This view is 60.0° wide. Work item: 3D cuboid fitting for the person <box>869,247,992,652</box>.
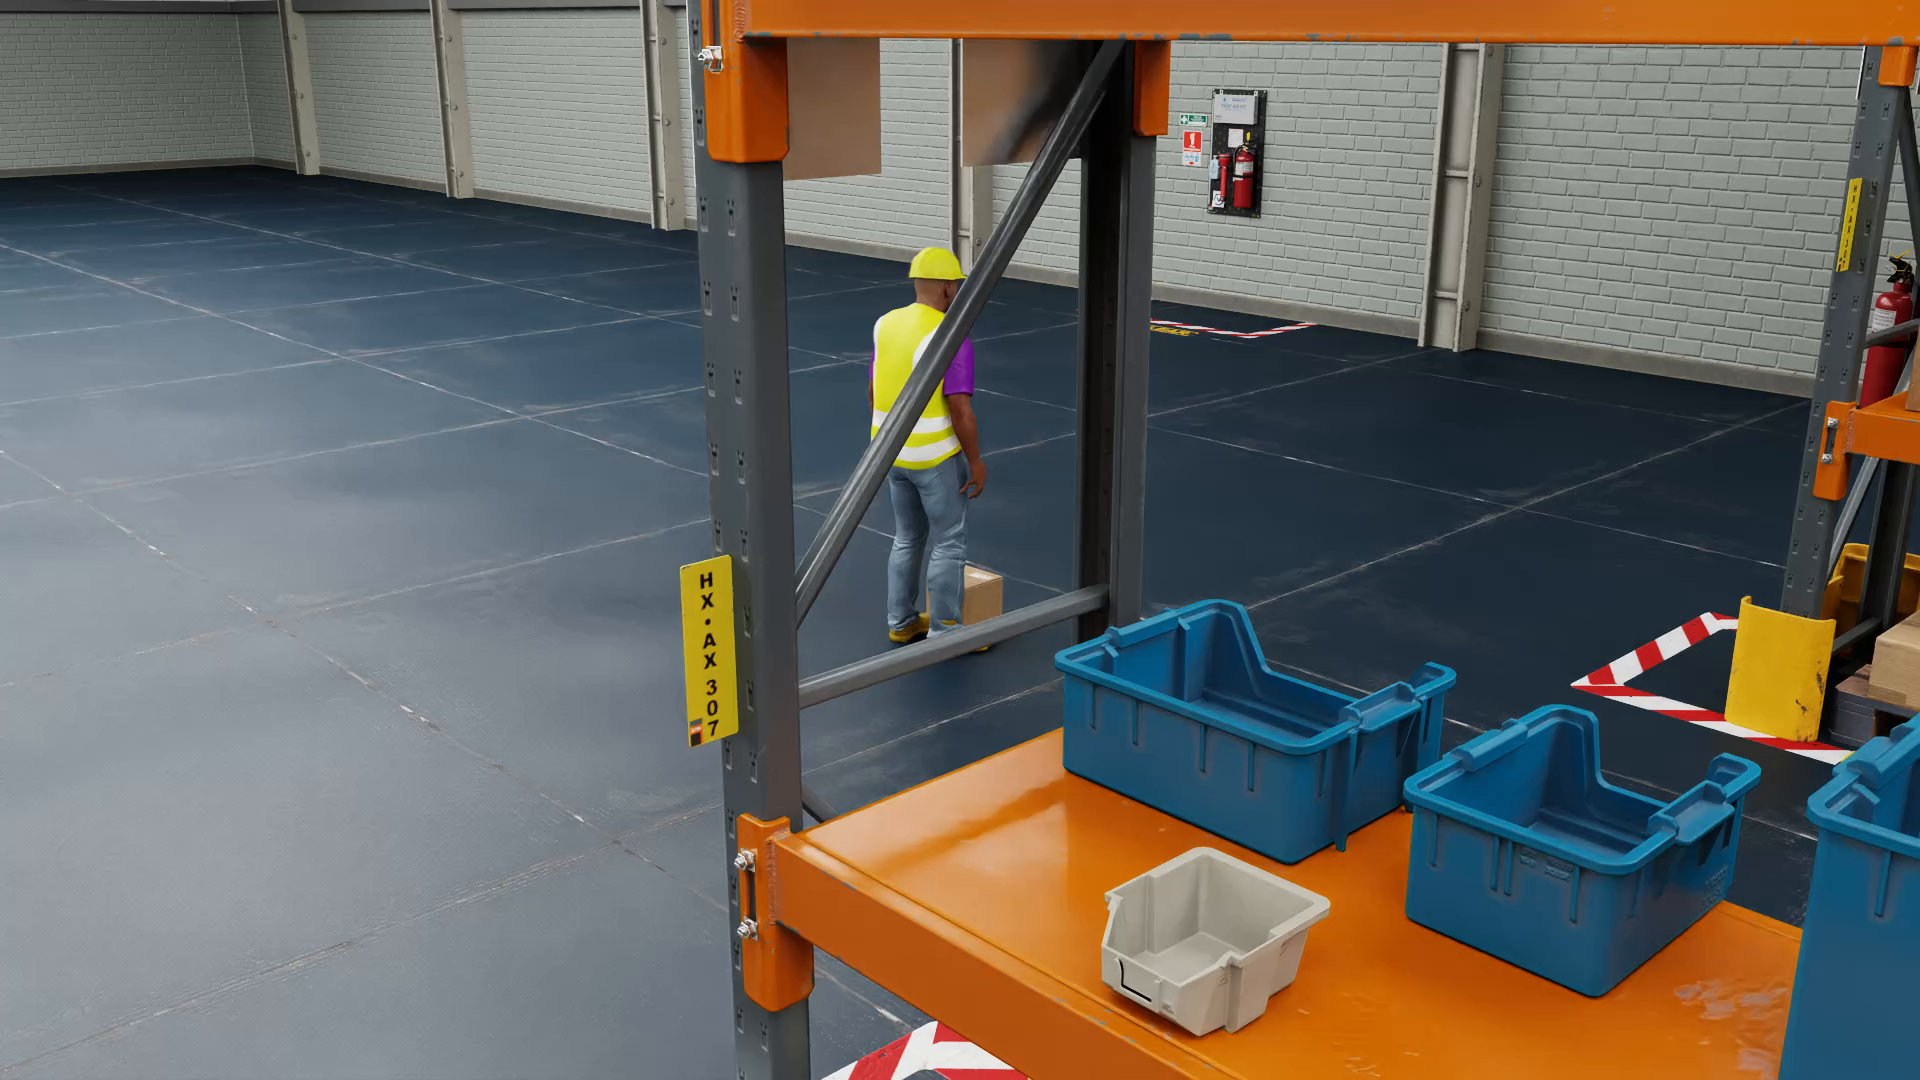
[{"bbox_3d":[-0.133,-0.387,7.265,0.461,1.761,0.628,-16,23,-41],"label":"person"}]
